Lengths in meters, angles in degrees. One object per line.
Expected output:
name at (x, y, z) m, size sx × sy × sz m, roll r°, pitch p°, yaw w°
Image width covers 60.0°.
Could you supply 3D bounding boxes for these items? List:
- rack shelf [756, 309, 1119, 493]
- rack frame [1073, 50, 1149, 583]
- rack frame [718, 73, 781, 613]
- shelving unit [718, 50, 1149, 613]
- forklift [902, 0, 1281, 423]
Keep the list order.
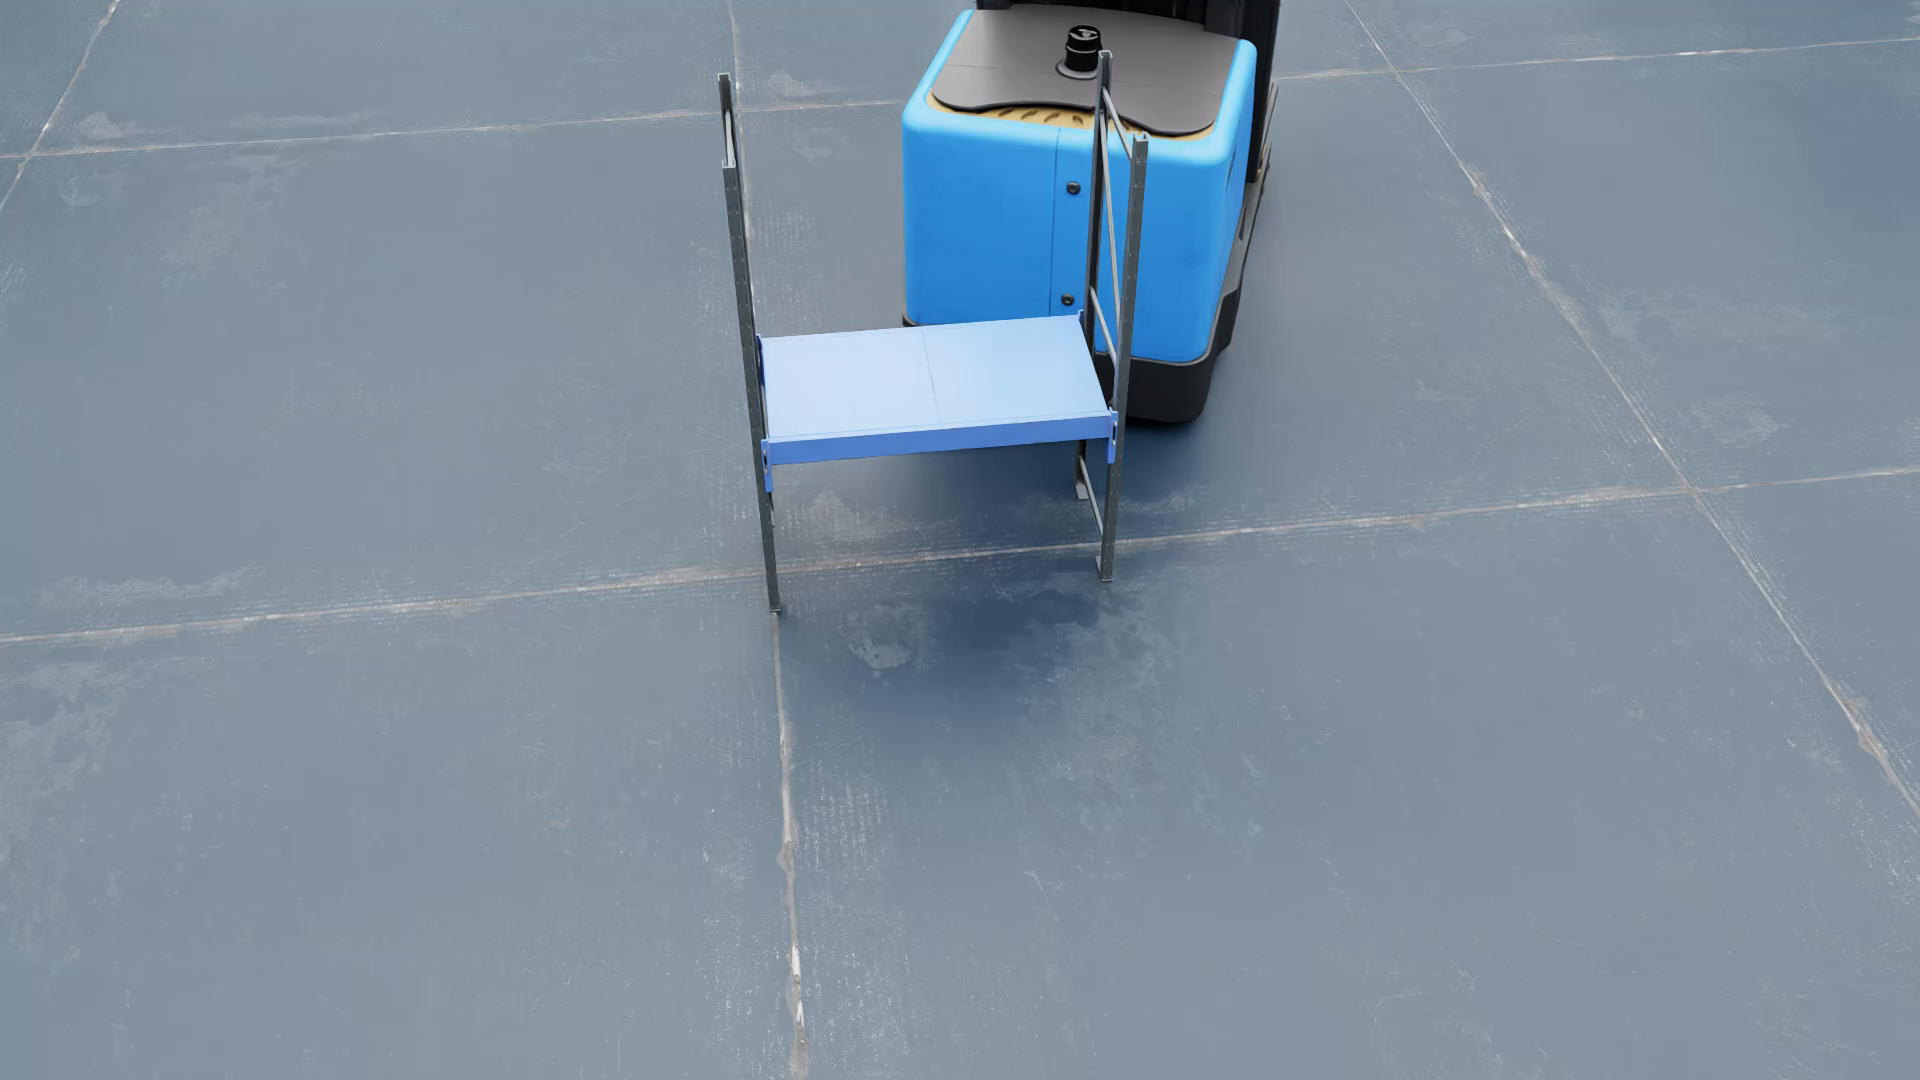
rack shelf at (-0.085, -0.416, 4.860) m, size 1.000 × 0.185 × 0.538 m, roll -5°, pitch 42°, yaw -6°
rack frame at (0.419, -0.594, 4.788) m, size 0.032 × 1.500 × 0.500 m, roll -5°, pitch 42°, yaw -6°
rack frame at (-0.589, -0.505, 4.690) m, size 0.032 × 1.500 × 0.500 m, roll -5°, pitch 42°, yaw -6°
shelving unit at (-0.085, -0.549, 4.739) m, size 1.048 × 1.500 × 0.538 m, roll -5°, pitch 42°, yaw -6°
forklift at (0.662, -2.481, 5.812) m, size 1.130 × 2.935 × 3.031 m, roll 10°, pitch 43°, yaw 11°
